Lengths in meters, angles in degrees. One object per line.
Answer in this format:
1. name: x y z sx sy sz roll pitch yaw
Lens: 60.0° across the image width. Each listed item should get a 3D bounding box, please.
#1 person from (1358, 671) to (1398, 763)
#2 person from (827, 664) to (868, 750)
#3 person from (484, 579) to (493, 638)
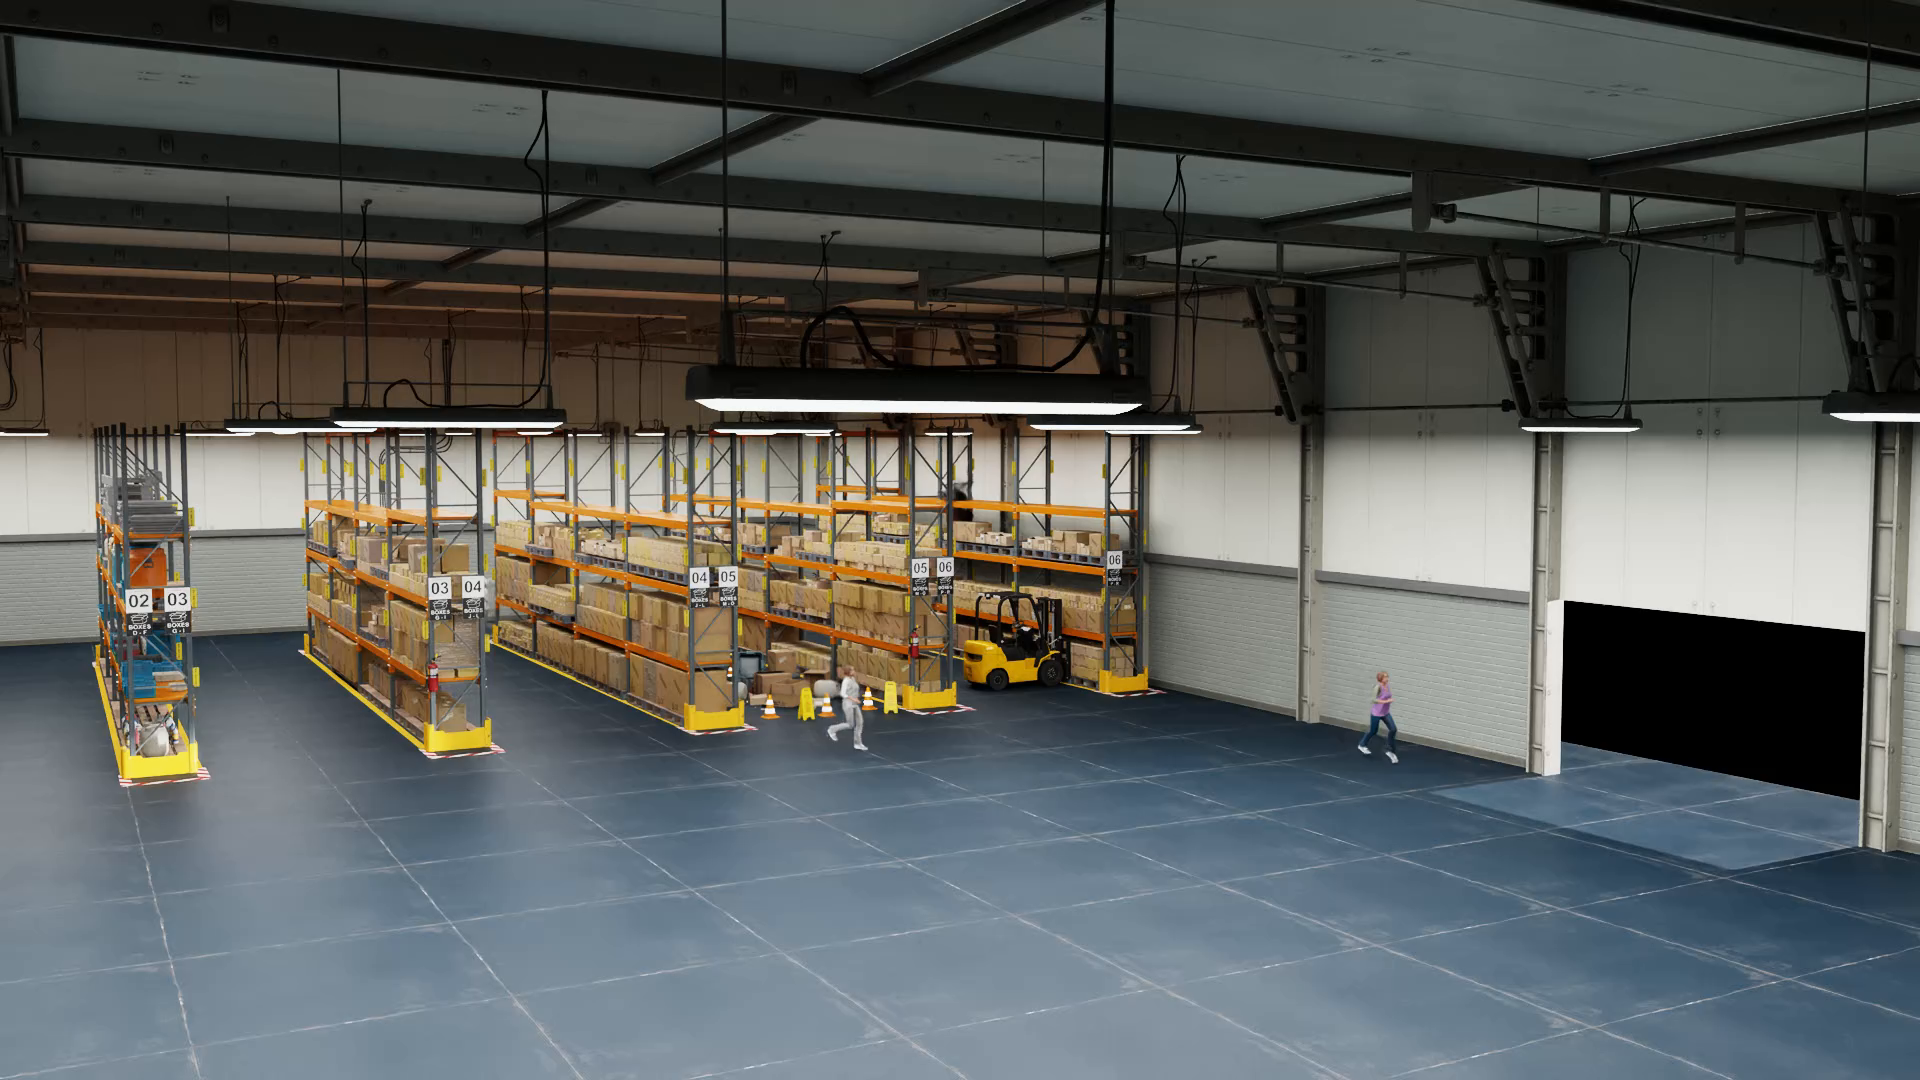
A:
1. person: 7.437 3.140 29.680 0.512 1.638 0.807 -2 4 -35
2. person: -2.064 3.087 30.748 0.786 1.586 0.549 1 4 19
3. person: -13.694 1.960 47.417 1.012 1.741 0.589 -3 4 -36
